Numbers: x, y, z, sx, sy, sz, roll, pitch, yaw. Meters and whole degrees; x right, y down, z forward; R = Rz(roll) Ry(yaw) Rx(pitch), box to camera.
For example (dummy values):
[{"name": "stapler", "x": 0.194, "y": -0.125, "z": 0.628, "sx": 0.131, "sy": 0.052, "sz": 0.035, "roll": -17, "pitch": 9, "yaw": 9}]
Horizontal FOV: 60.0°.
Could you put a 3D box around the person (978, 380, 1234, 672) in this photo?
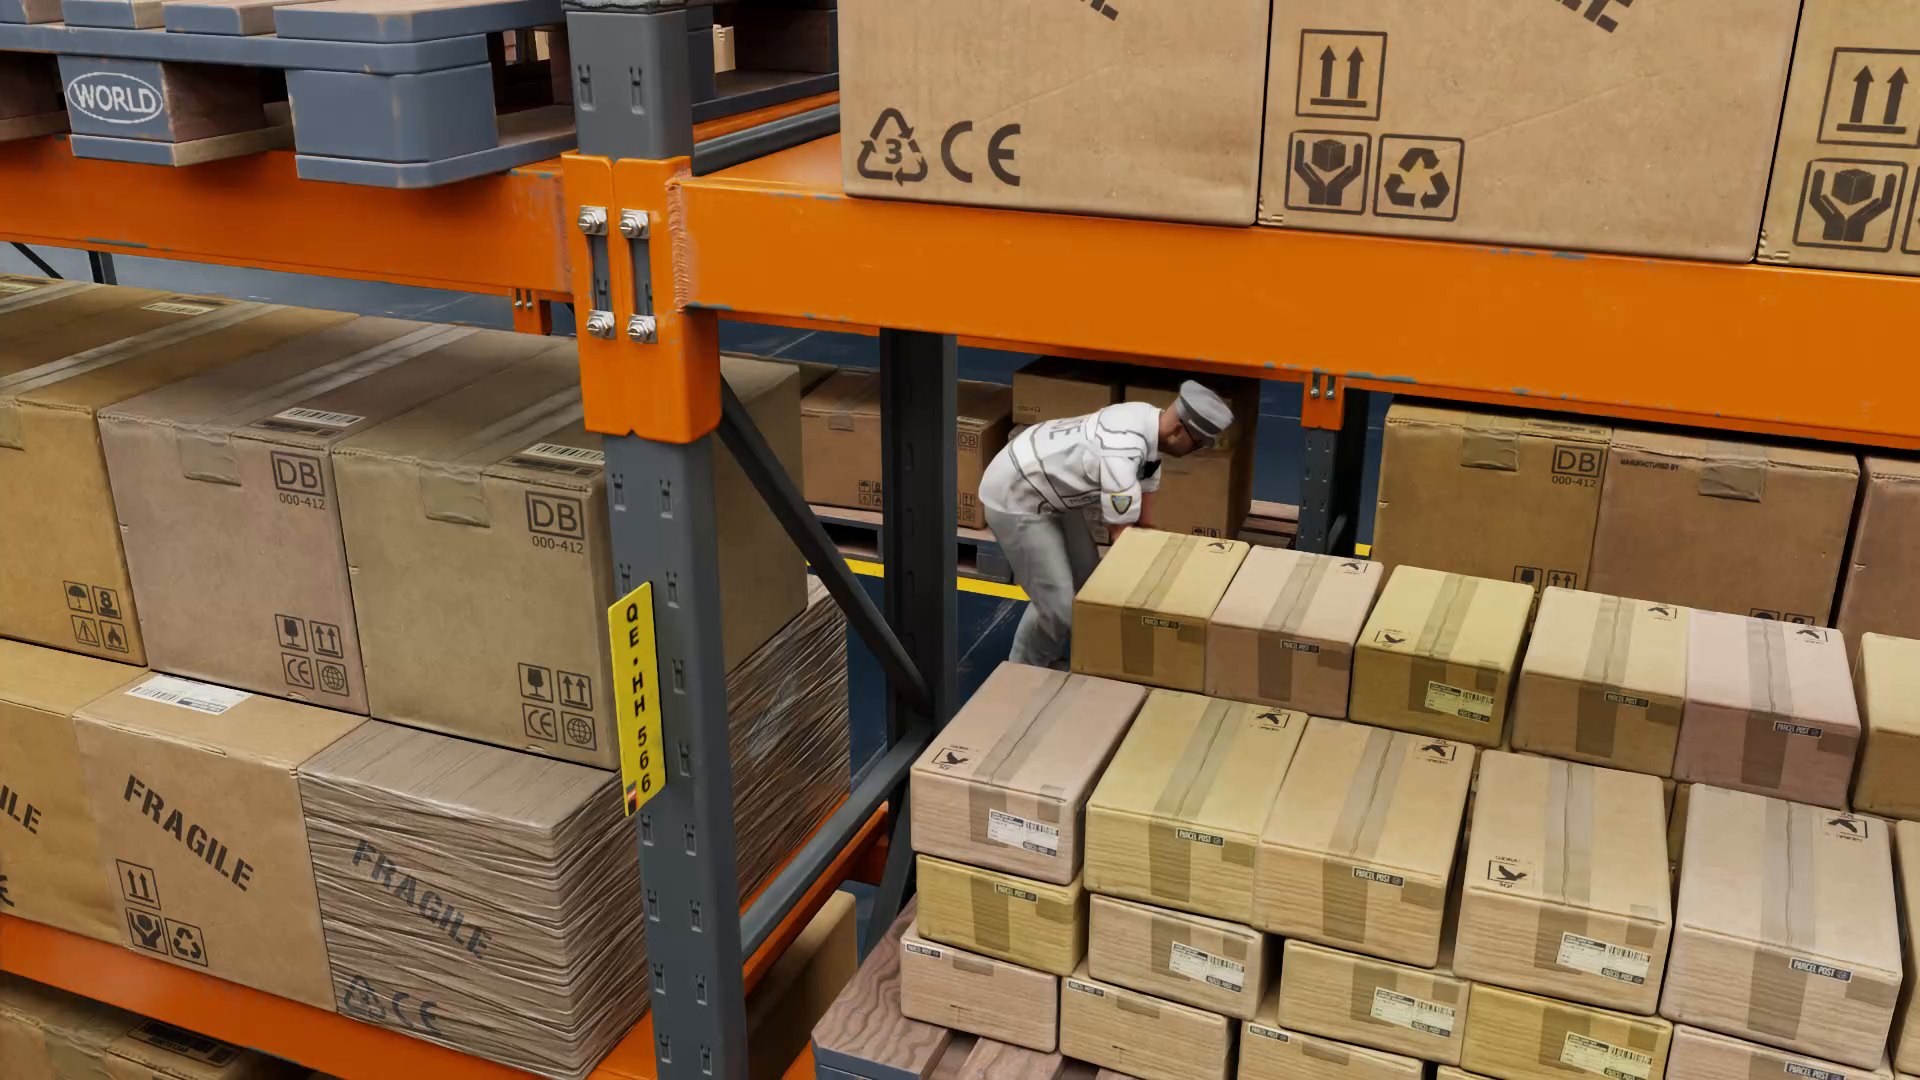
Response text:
[{"name": "person", "x": 0.558, "y": 0.019, "z": 6.545, "sx": 0.973, "sy": 1.372, "sz": 0.492, "roll": 8, "pitch": 23, "yaw": 18}]
